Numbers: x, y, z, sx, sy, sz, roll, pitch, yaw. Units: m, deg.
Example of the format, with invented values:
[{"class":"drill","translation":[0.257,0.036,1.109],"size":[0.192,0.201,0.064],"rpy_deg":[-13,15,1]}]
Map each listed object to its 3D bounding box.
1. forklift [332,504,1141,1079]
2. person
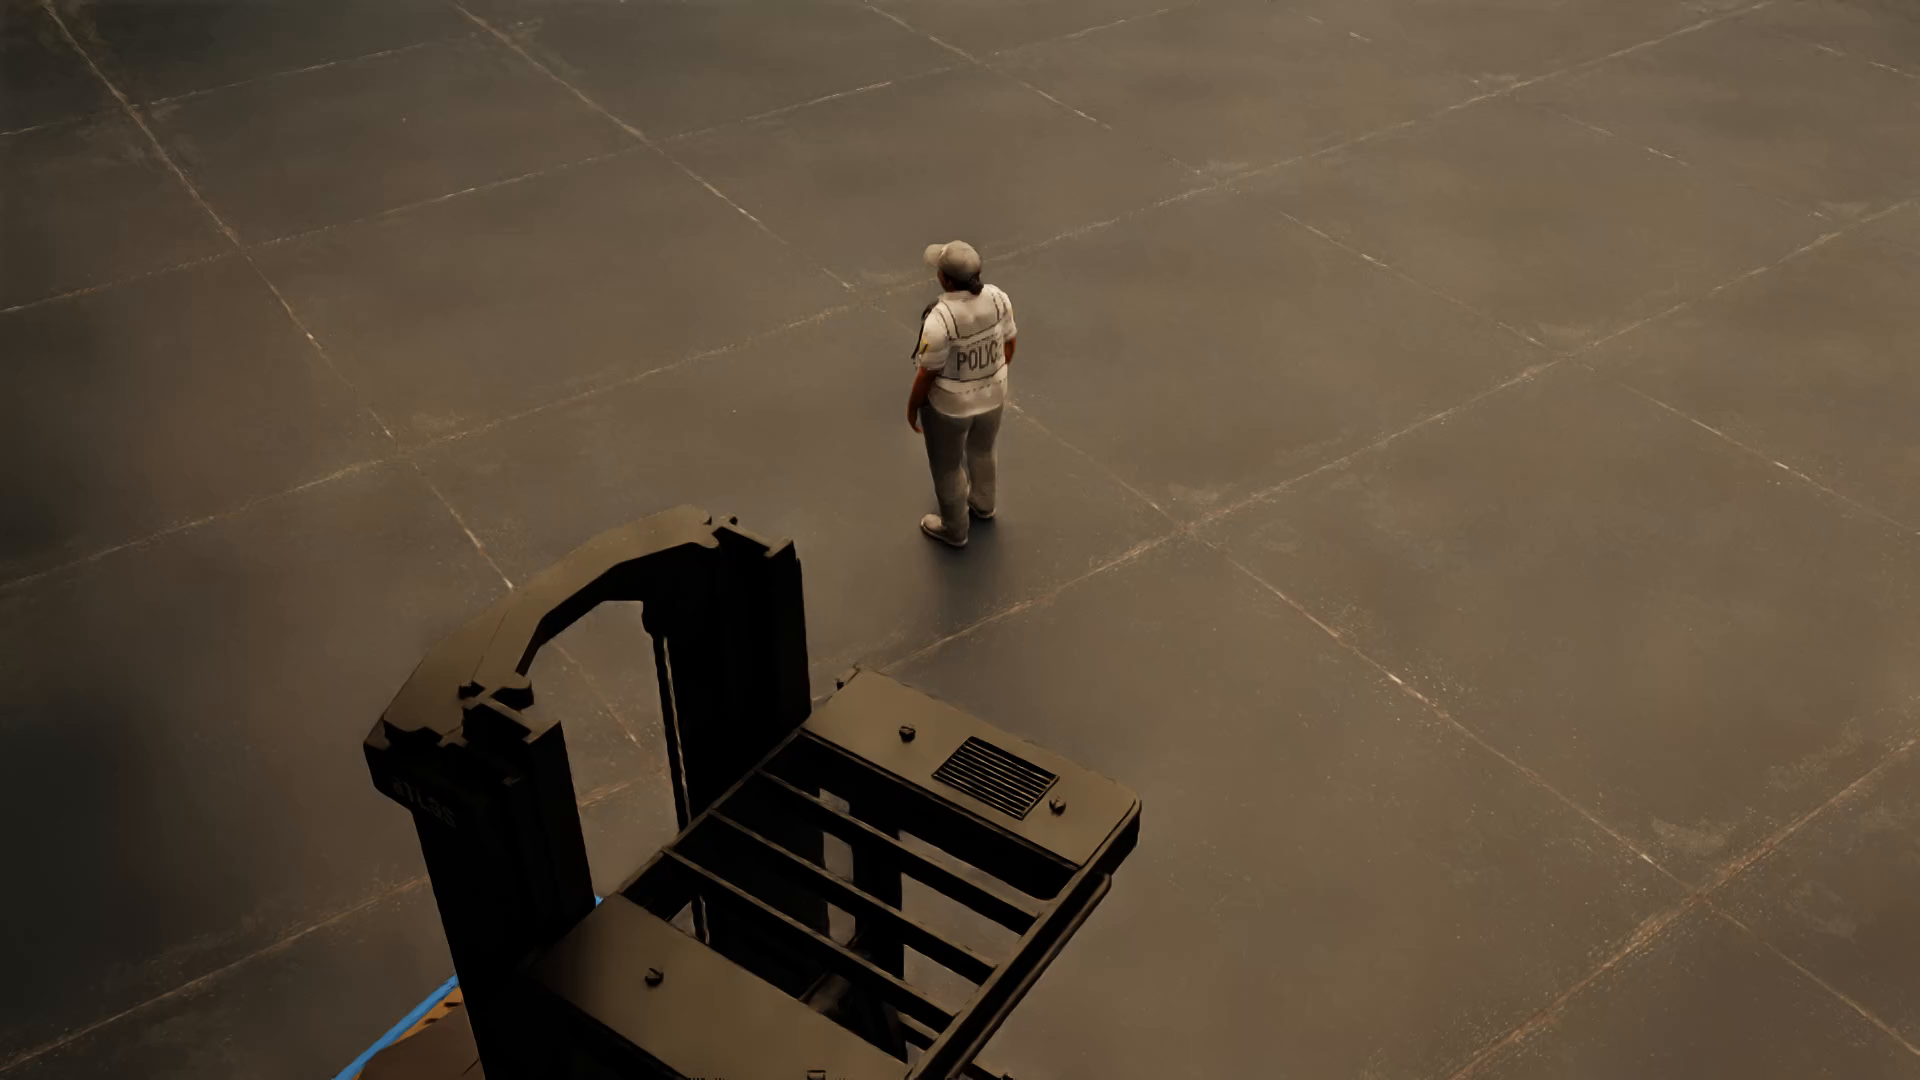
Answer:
[{"class":"forklift","translation":[-0.288,1.474,3.951],"size":[3.031,2.935,1.130],"rpy_deg":[22,42,27]},{"class":"person","translation":[-0.026,-0.721,7.971],"size":[0.598,1.669,0.529],"rpy_deg":[-23,42,-28]}]
